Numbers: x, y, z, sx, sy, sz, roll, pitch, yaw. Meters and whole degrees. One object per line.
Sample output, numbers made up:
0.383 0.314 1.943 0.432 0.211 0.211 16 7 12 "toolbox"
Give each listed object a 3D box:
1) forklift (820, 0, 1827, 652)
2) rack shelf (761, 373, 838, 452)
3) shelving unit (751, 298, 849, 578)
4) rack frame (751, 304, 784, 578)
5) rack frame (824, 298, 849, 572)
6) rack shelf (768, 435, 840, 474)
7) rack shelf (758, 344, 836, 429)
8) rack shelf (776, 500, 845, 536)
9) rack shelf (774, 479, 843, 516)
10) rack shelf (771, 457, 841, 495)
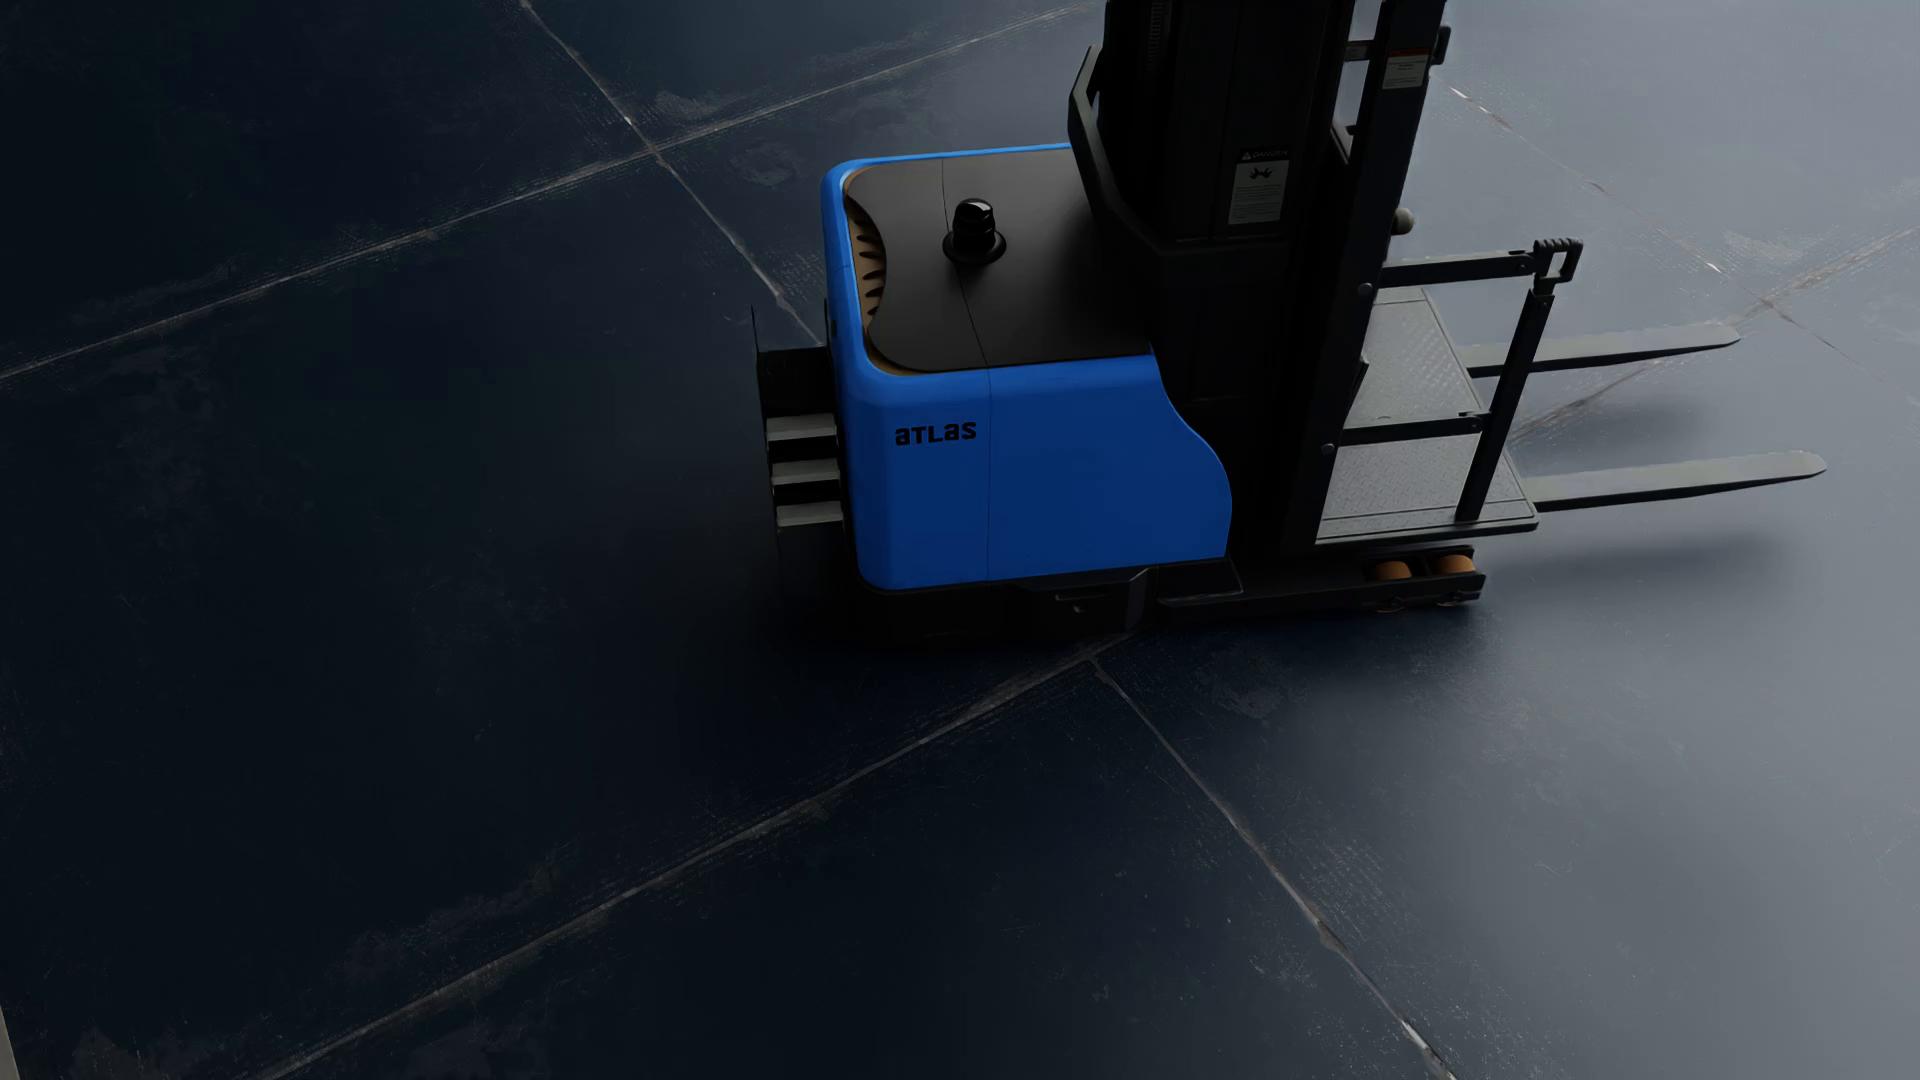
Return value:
1.143 -1.142 4.305 3.031 2.935 1.130 -6 49 -5 "forklift"
-0.463 -0.377 4.787 0.200 0.077 0.258 -6 49 -5 "rack shelf"
-0.463 -0.279 4.896 0.210 0.900 0.258 -6 49 -5 "shelving unit"
-0.564 -0.269 4.887 0.006 0.900 0.240 -6 49 -5 "rack frame"
-0.363 -0.289 4.905 0.006 0.900 0.240 -6 49 -5 "rack frame"
-0.463 -0.317 4.854 0.200 0.077 0.258 -6 49 -5 "rack shelf"
-0.463 -0.437 4.719 0.200 0.077 0.258 -6 49 -5 "rack shelf"
-0.463 -0.137 5.055 0.200 0.077 0.258 -6 49 -5 "rack shelf"
-0.463 -0.197 4.988 0.200 0.077 0.258 -6 49 -5 "rack shelf"
-0.463 -0.257 4.921 0.200 0.077 0.258 -6 49 -5 "rack shelf"
